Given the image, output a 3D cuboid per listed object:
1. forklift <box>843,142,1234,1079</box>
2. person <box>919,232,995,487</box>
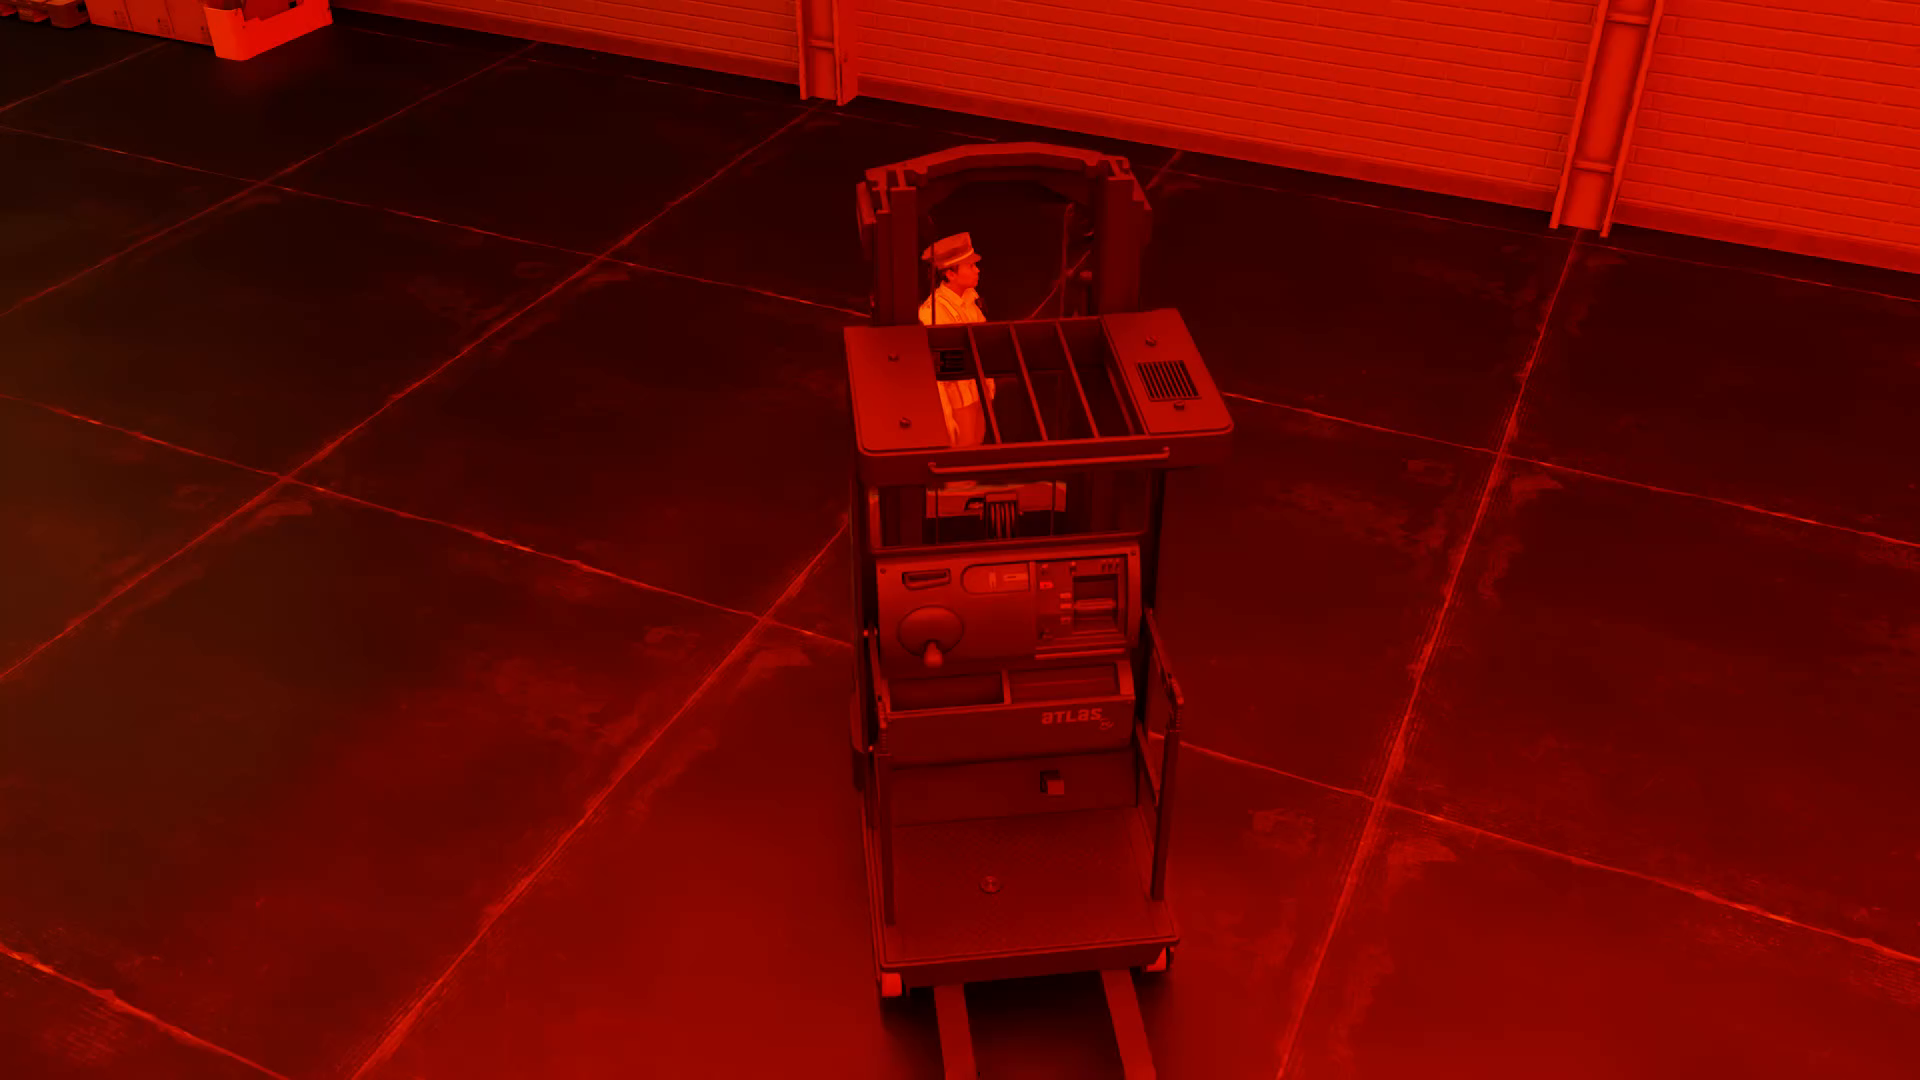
[{"bbox_3d":[0.202,0.297,5.670,1.130,2.935,3.031,-4,36,-6],"label":"forklift"},{"bbox_3d":[0.060,-0.676,8.087,0.531,1.695,0.588,15,38,20],"label":"person"}]
